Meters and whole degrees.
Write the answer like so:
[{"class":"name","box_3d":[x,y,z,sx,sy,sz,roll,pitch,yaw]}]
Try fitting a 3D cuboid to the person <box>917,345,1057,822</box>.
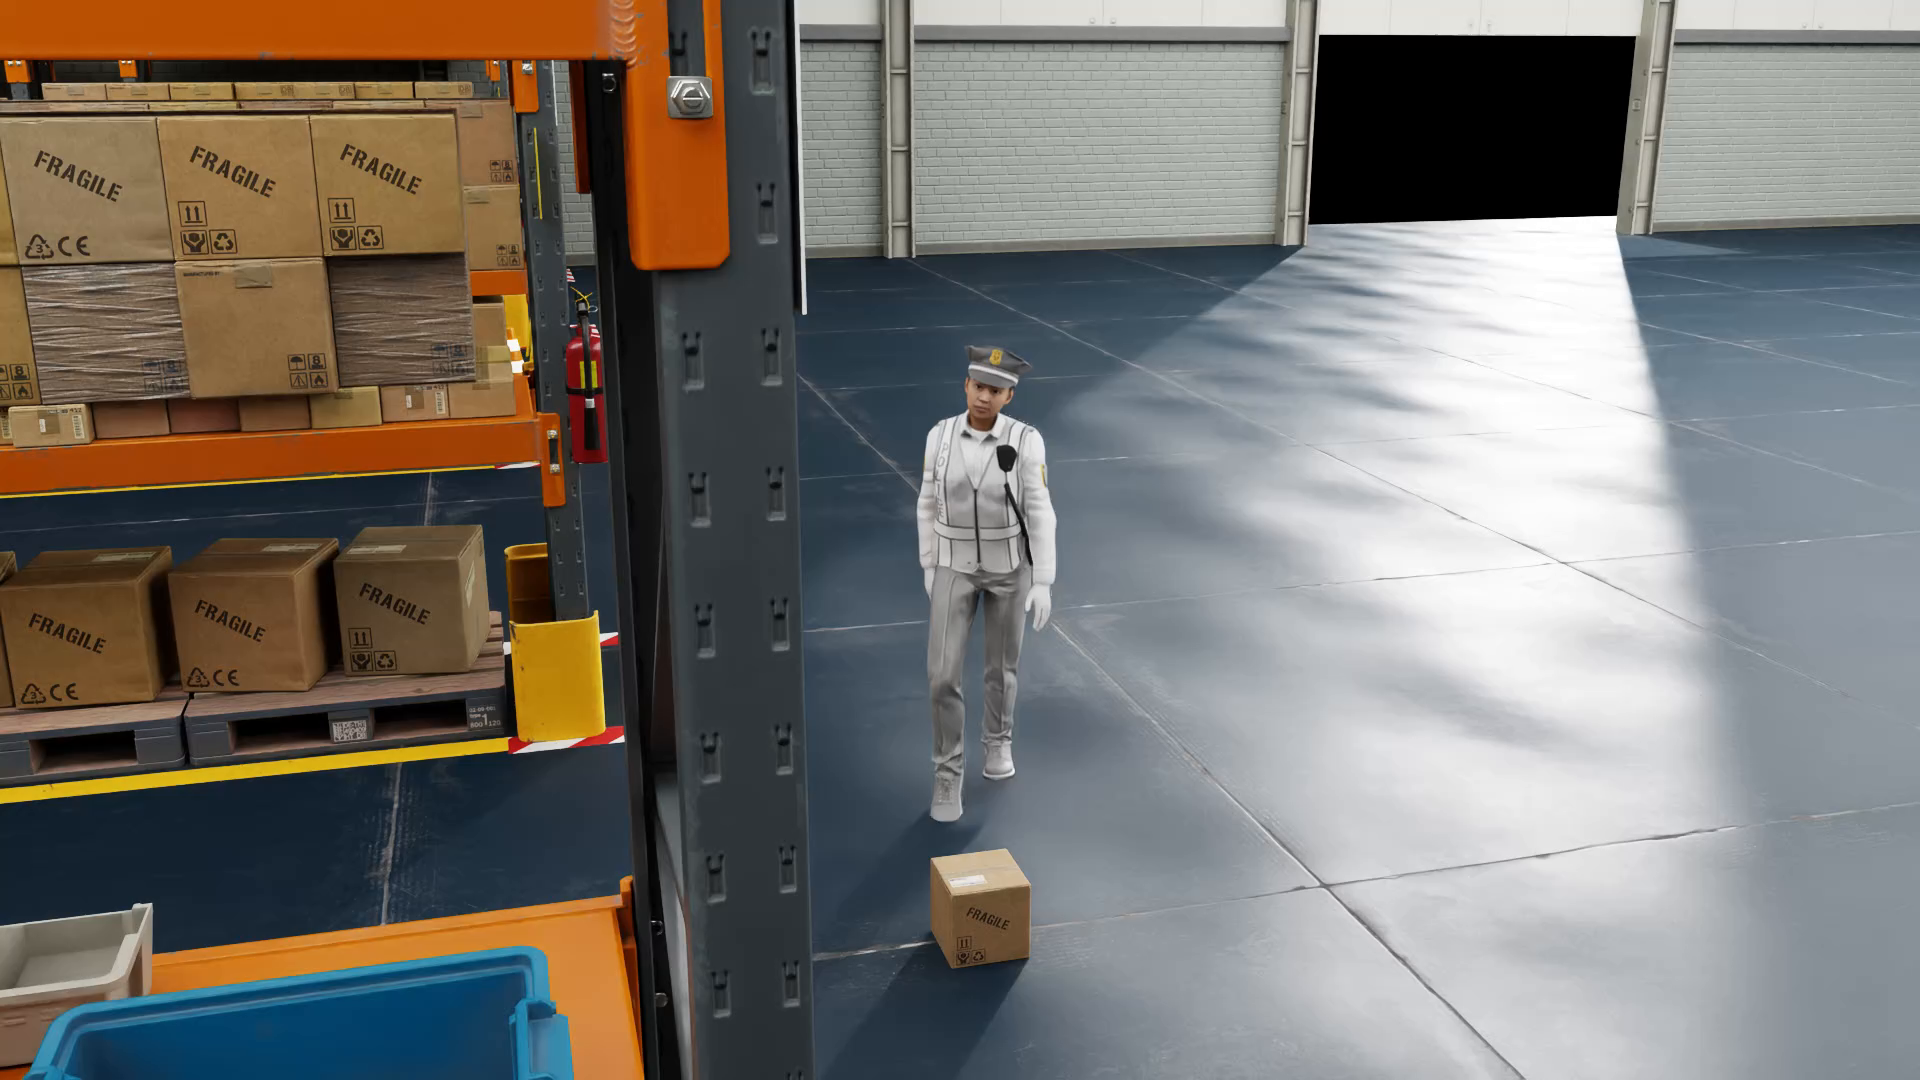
[{"class":"person","box_3d":[0.093,0.155,6.003,0.515,1.758,0.545,2,16,5]}]
